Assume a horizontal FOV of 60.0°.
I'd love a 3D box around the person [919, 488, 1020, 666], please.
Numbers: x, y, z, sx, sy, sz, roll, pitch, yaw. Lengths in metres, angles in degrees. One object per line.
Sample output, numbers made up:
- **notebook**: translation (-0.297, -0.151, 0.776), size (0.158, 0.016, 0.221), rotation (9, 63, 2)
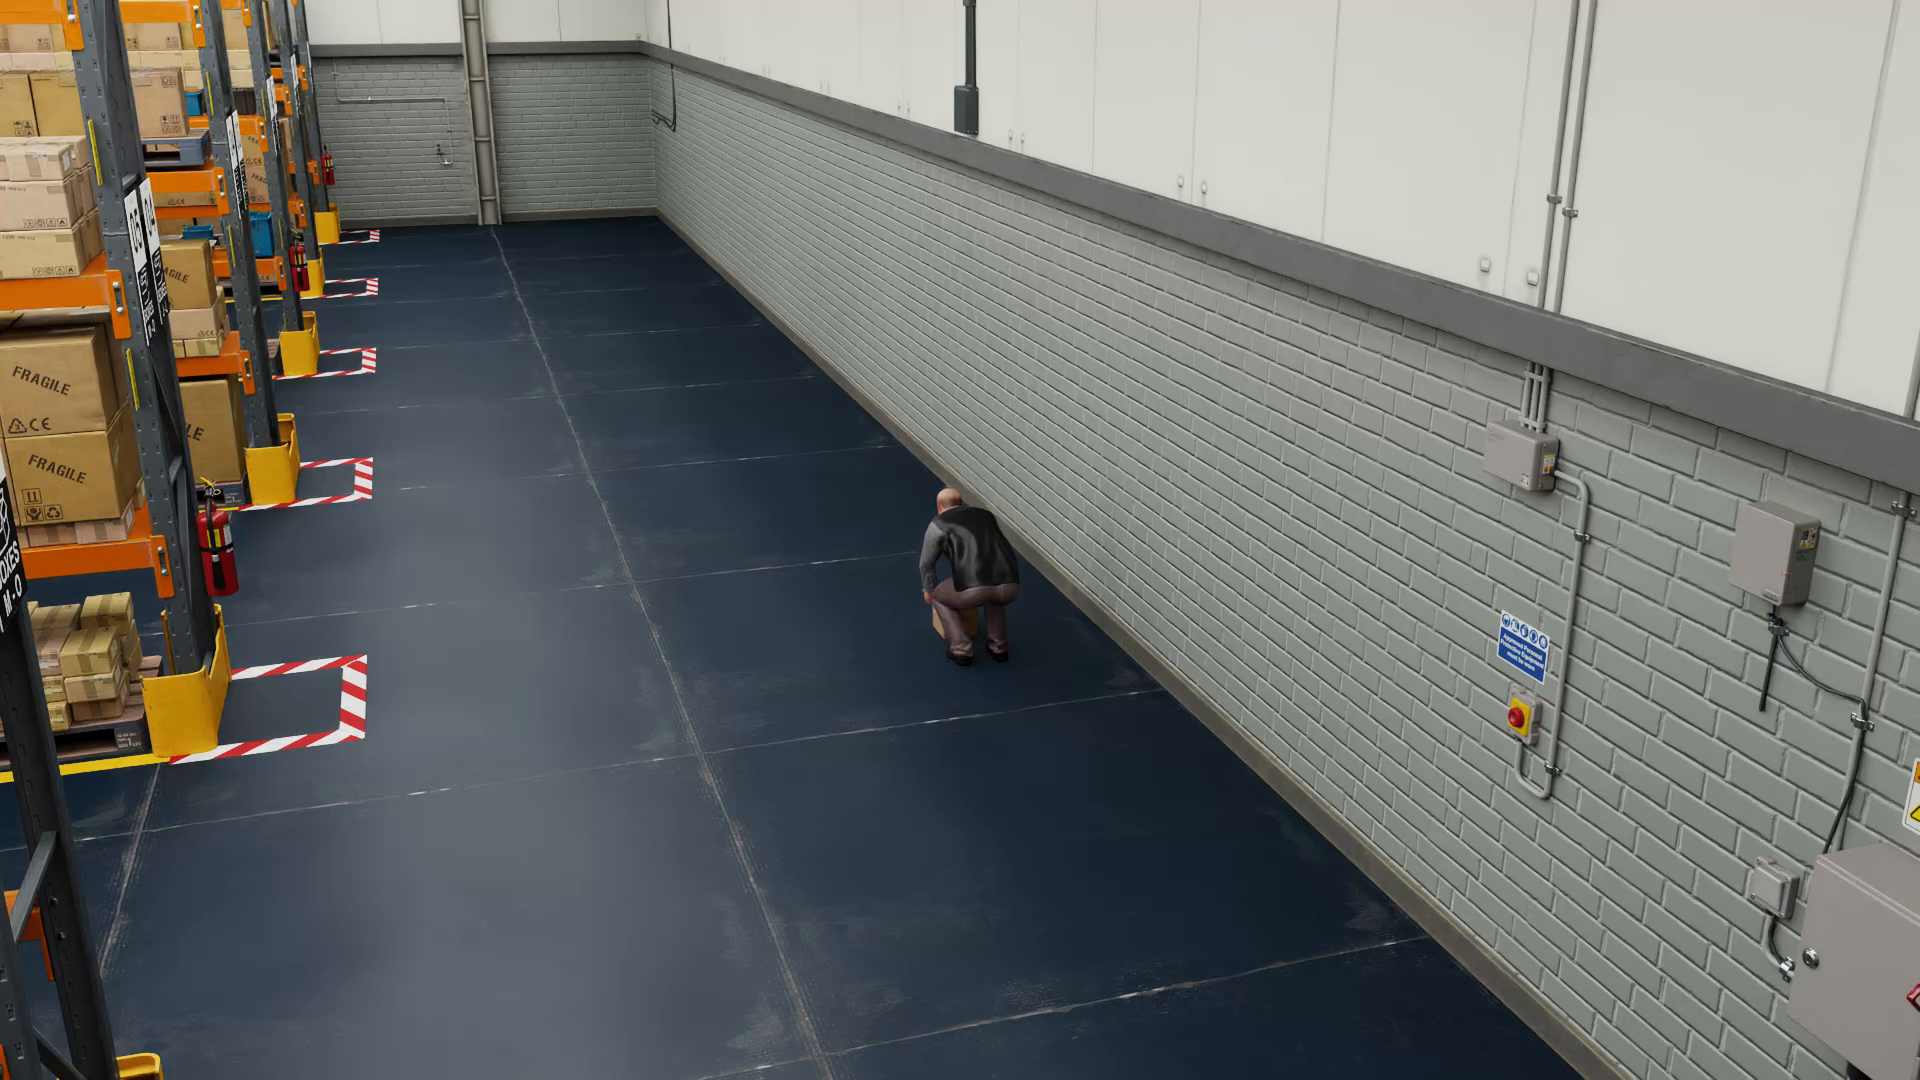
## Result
- **person**: translation (0.051, 0.254, 11.010), size (0.555, 1.058, 0.843), rotation (-6, 20, -17)
